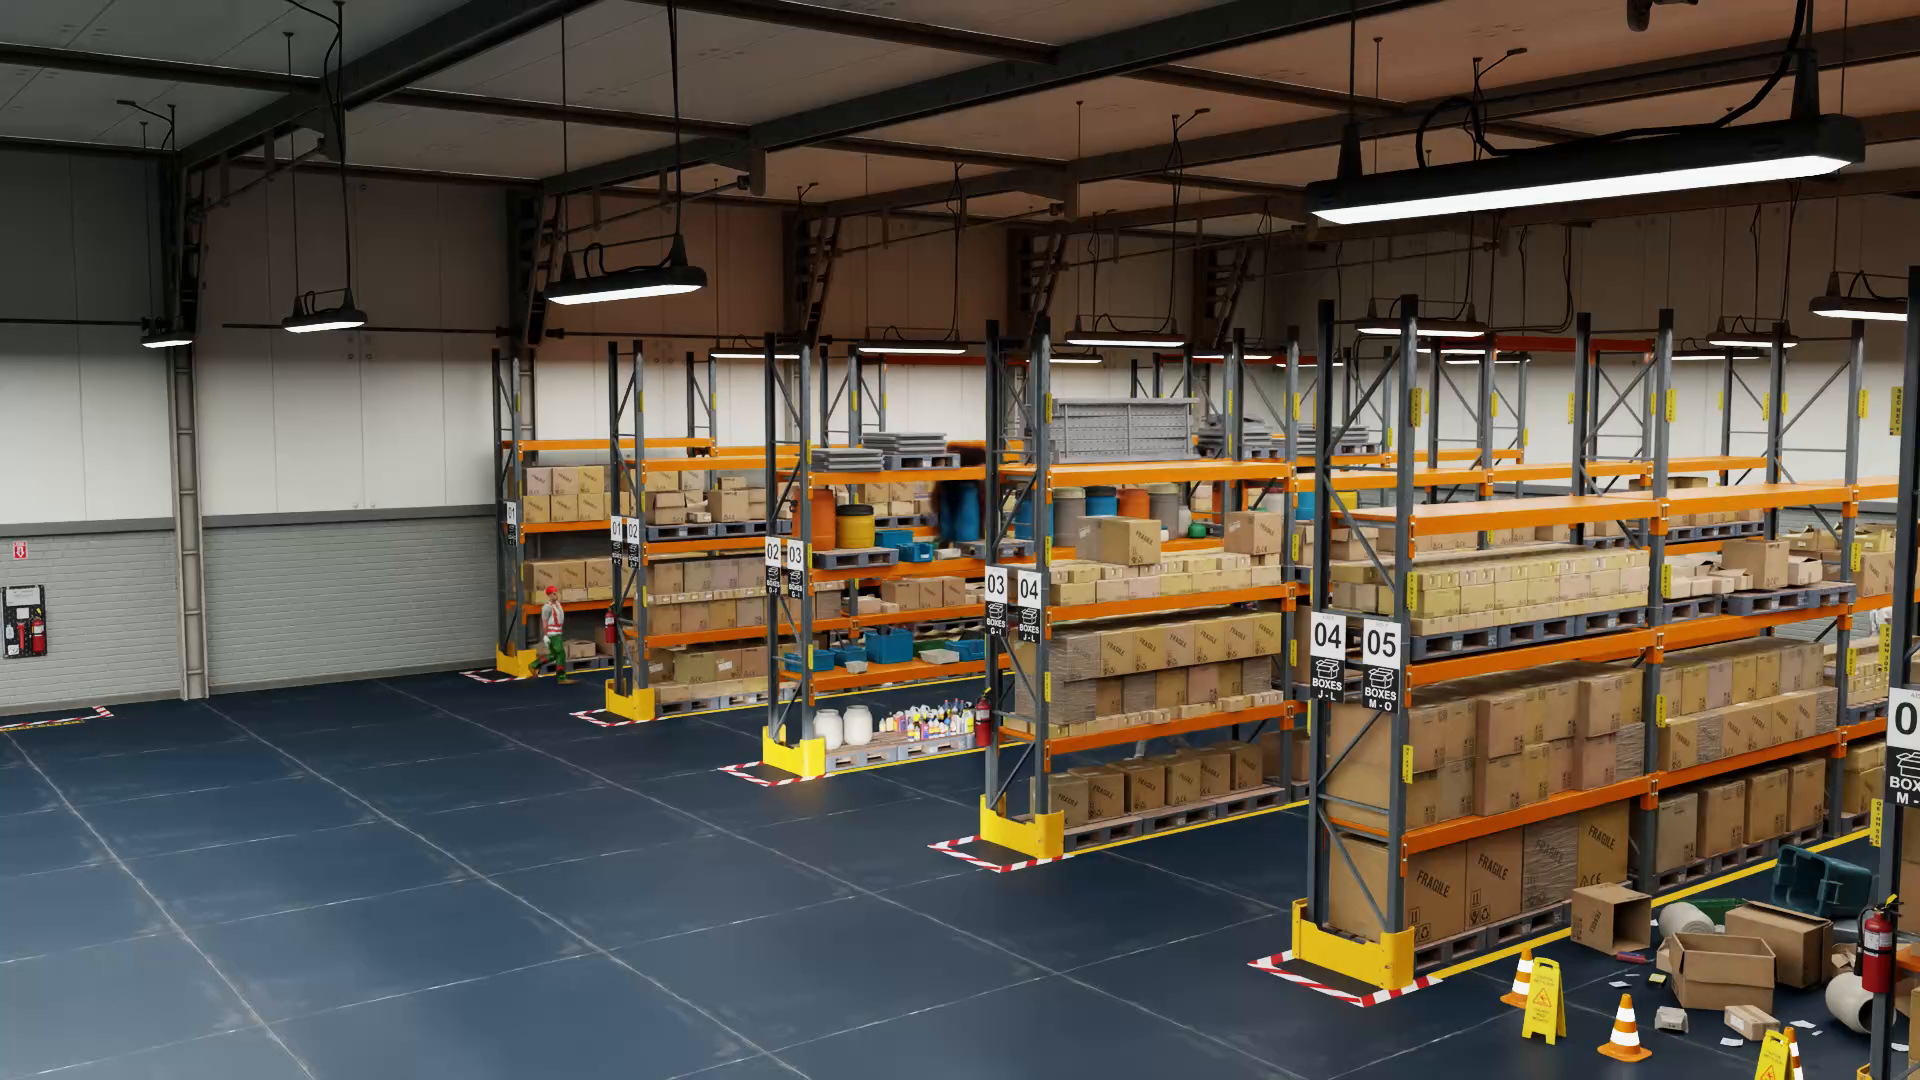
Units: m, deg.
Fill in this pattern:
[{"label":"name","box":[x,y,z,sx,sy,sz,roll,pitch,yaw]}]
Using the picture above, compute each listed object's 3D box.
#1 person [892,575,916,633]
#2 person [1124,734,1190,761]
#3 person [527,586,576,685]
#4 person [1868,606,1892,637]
[{"label":"person","box":[-1.111,1.492,32.452,1.033,1.613,0.586,-3,6,-27]},{"label":"person","box":[2.759,2.287,23.003,1.001,1.723,0.528,-2,5,-24]},{"label":"person","box":[-7.294,1.686,29.604,0.866,1.768,0.515,-1,5,-6]},{"label":"person","box":[16.513,1.698,29.922,0.449,1.724,0.444,3,6,28]}]
